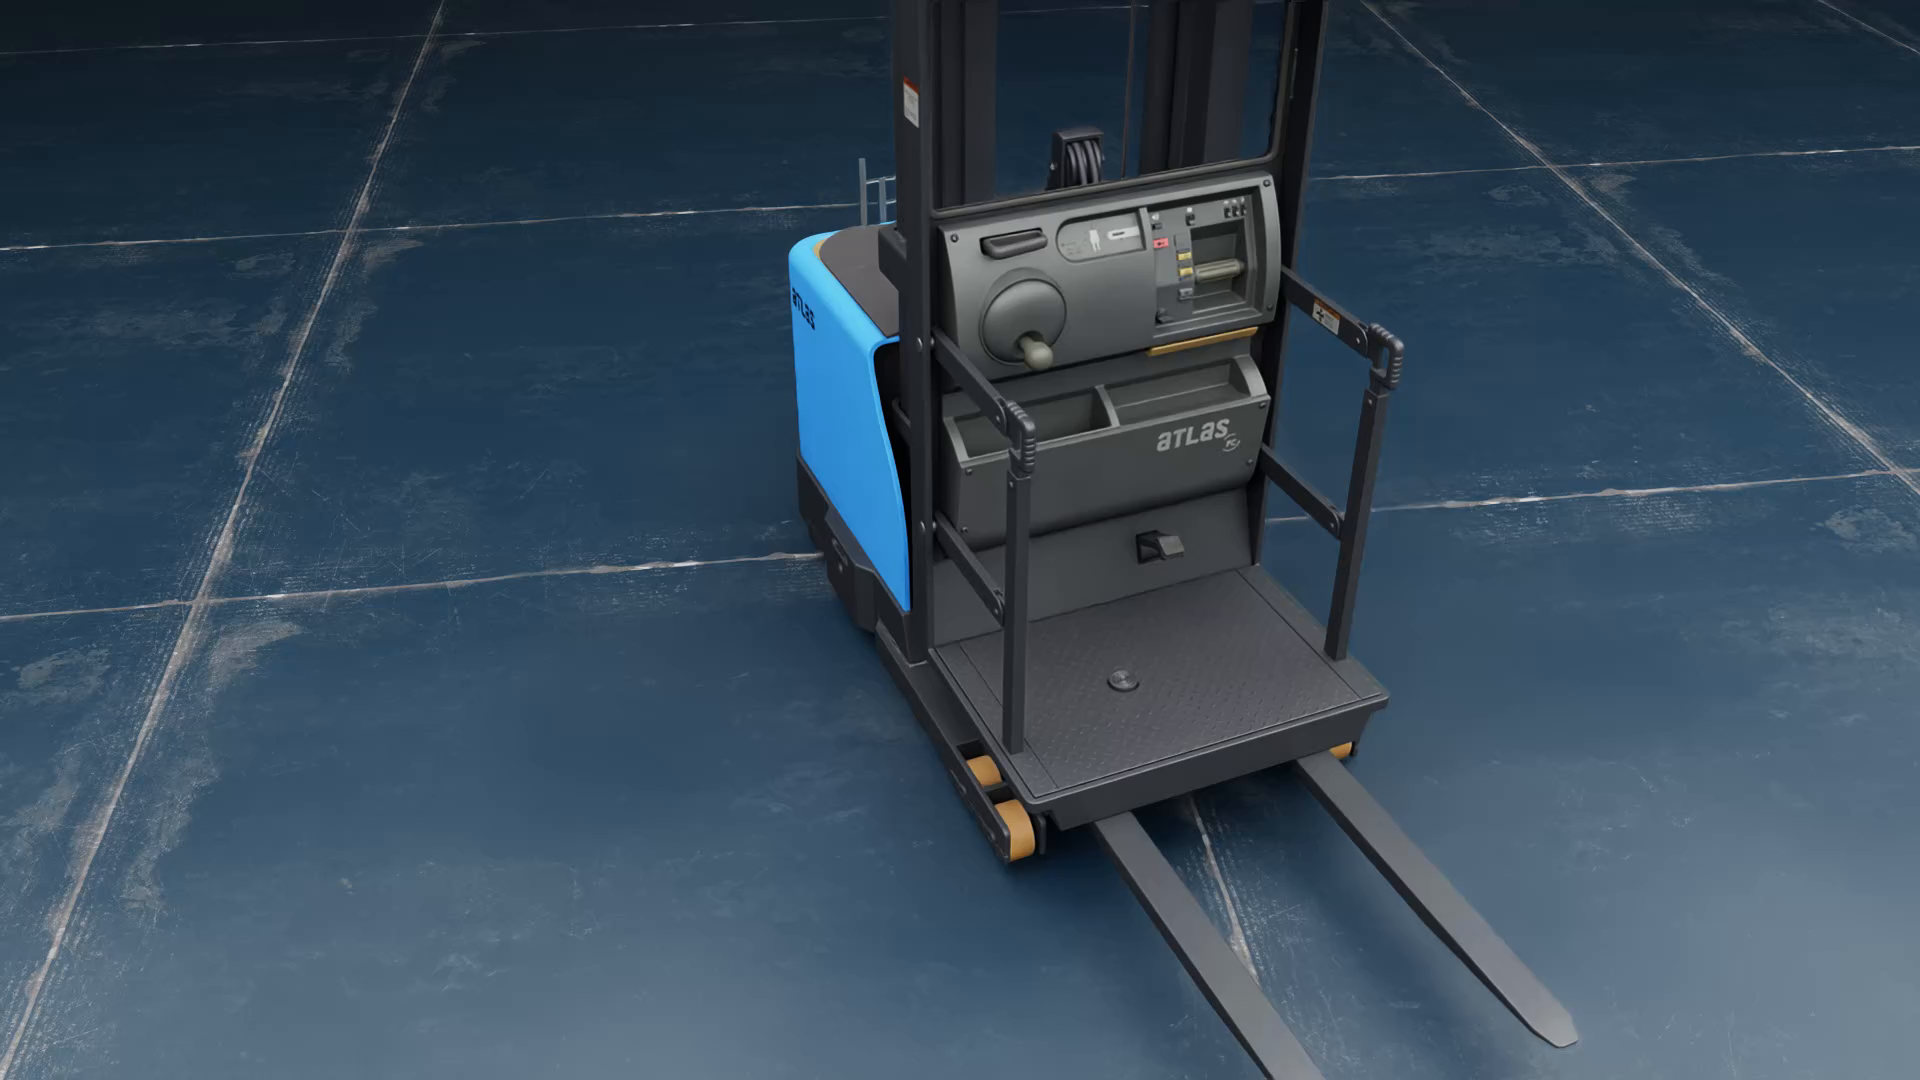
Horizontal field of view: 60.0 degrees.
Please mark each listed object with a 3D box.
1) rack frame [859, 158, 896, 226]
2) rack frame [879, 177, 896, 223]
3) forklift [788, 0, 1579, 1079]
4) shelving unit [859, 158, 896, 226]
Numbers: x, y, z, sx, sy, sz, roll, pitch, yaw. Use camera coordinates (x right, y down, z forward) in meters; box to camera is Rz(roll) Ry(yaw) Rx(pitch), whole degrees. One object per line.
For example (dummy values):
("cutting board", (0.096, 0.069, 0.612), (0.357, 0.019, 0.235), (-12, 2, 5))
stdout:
("rack frame", (-0.220, -0.780, 5.829), (0.240, 1.200, 0.006), (-13, 37, -19))
("rack frame", (-0.148, -0.685, 5.690), (0.240, 1.200, 0.006), (-13, 37, -19))
("forklift", (0.486, -0.621, 4.058), (1.130, 2.935, 3.031), (-13, 37, -19))
("shelving unit", (-0.184, -0.733, 5.760), (0.258, 1.200, 0.189), (-13, 37, -19))
